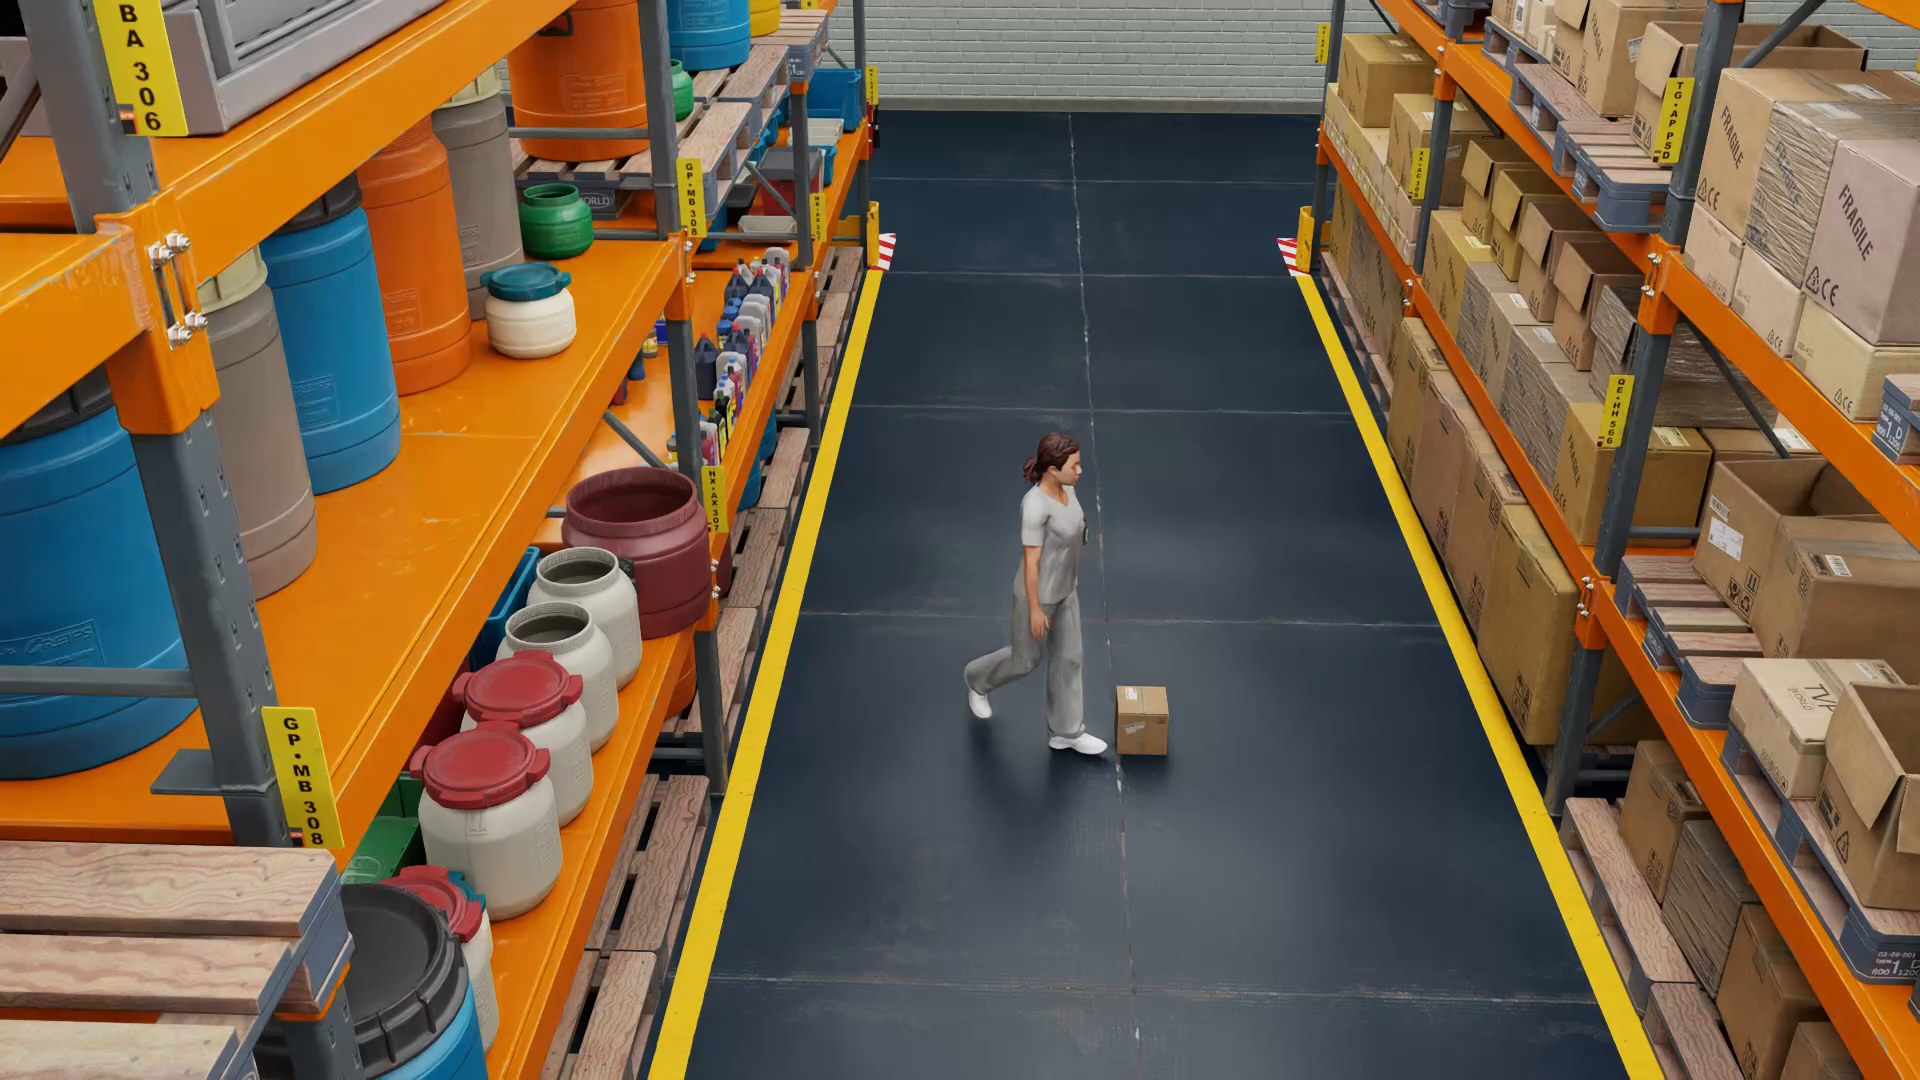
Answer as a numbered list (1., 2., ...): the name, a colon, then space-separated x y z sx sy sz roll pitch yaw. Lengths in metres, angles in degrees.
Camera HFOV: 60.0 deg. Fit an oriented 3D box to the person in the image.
1. person: 0.380 0.247 8.155 0.848 1.656 0.524 17 33 29
